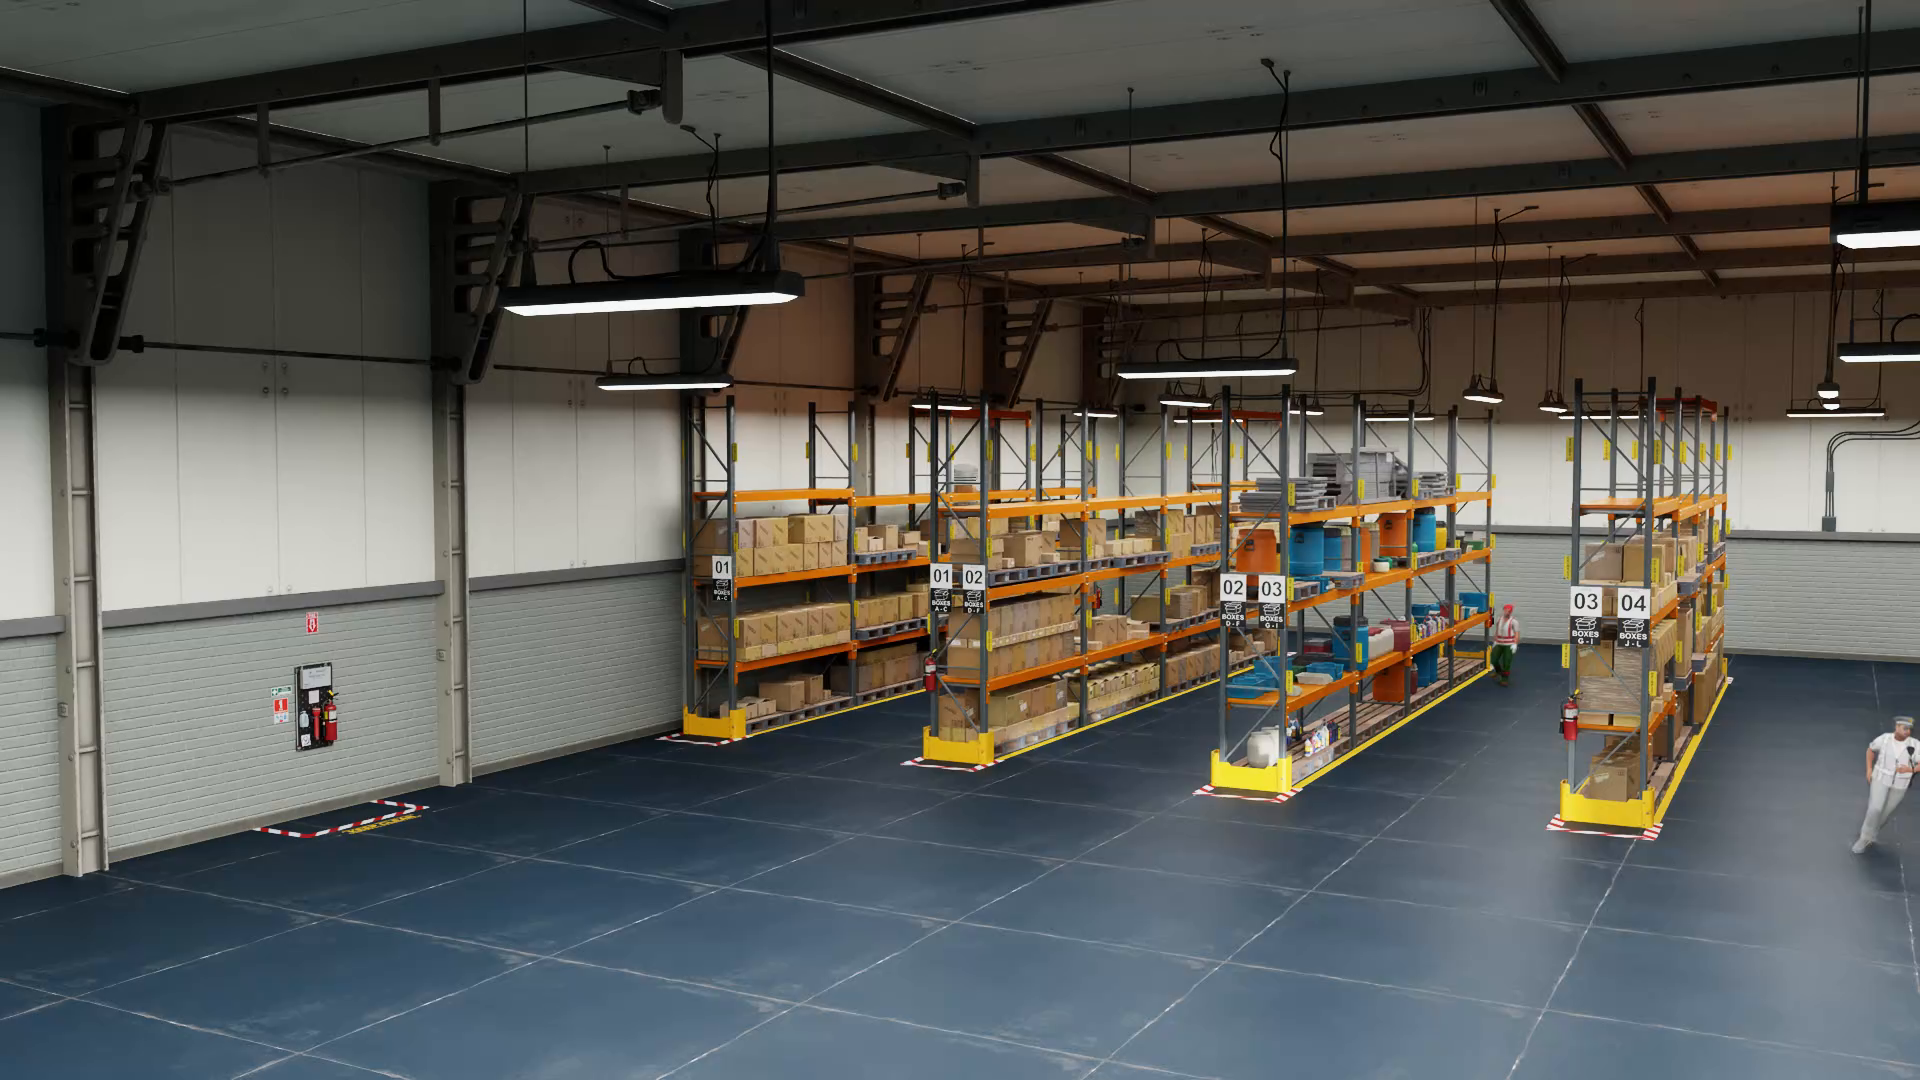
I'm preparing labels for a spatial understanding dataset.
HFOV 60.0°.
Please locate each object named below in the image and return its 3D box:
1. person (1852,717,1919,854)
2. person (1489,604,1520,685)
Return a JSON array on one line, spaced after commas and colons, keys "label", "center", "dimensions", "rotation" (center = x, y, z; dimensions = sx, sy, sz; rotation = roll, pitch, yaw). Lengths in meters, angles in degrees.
[{"label": "person", "center": [11.659, 3.054, 20.926], "dimensions": [0.844, 1.714, 0.748], "rotation": [1, 3, 18]}, {"label": "person", "center": [11.703, 2.240, 35.750], "dimensions": [0.580, 1.749, 0.770], "rotation": [-3, 4, -45]}]
